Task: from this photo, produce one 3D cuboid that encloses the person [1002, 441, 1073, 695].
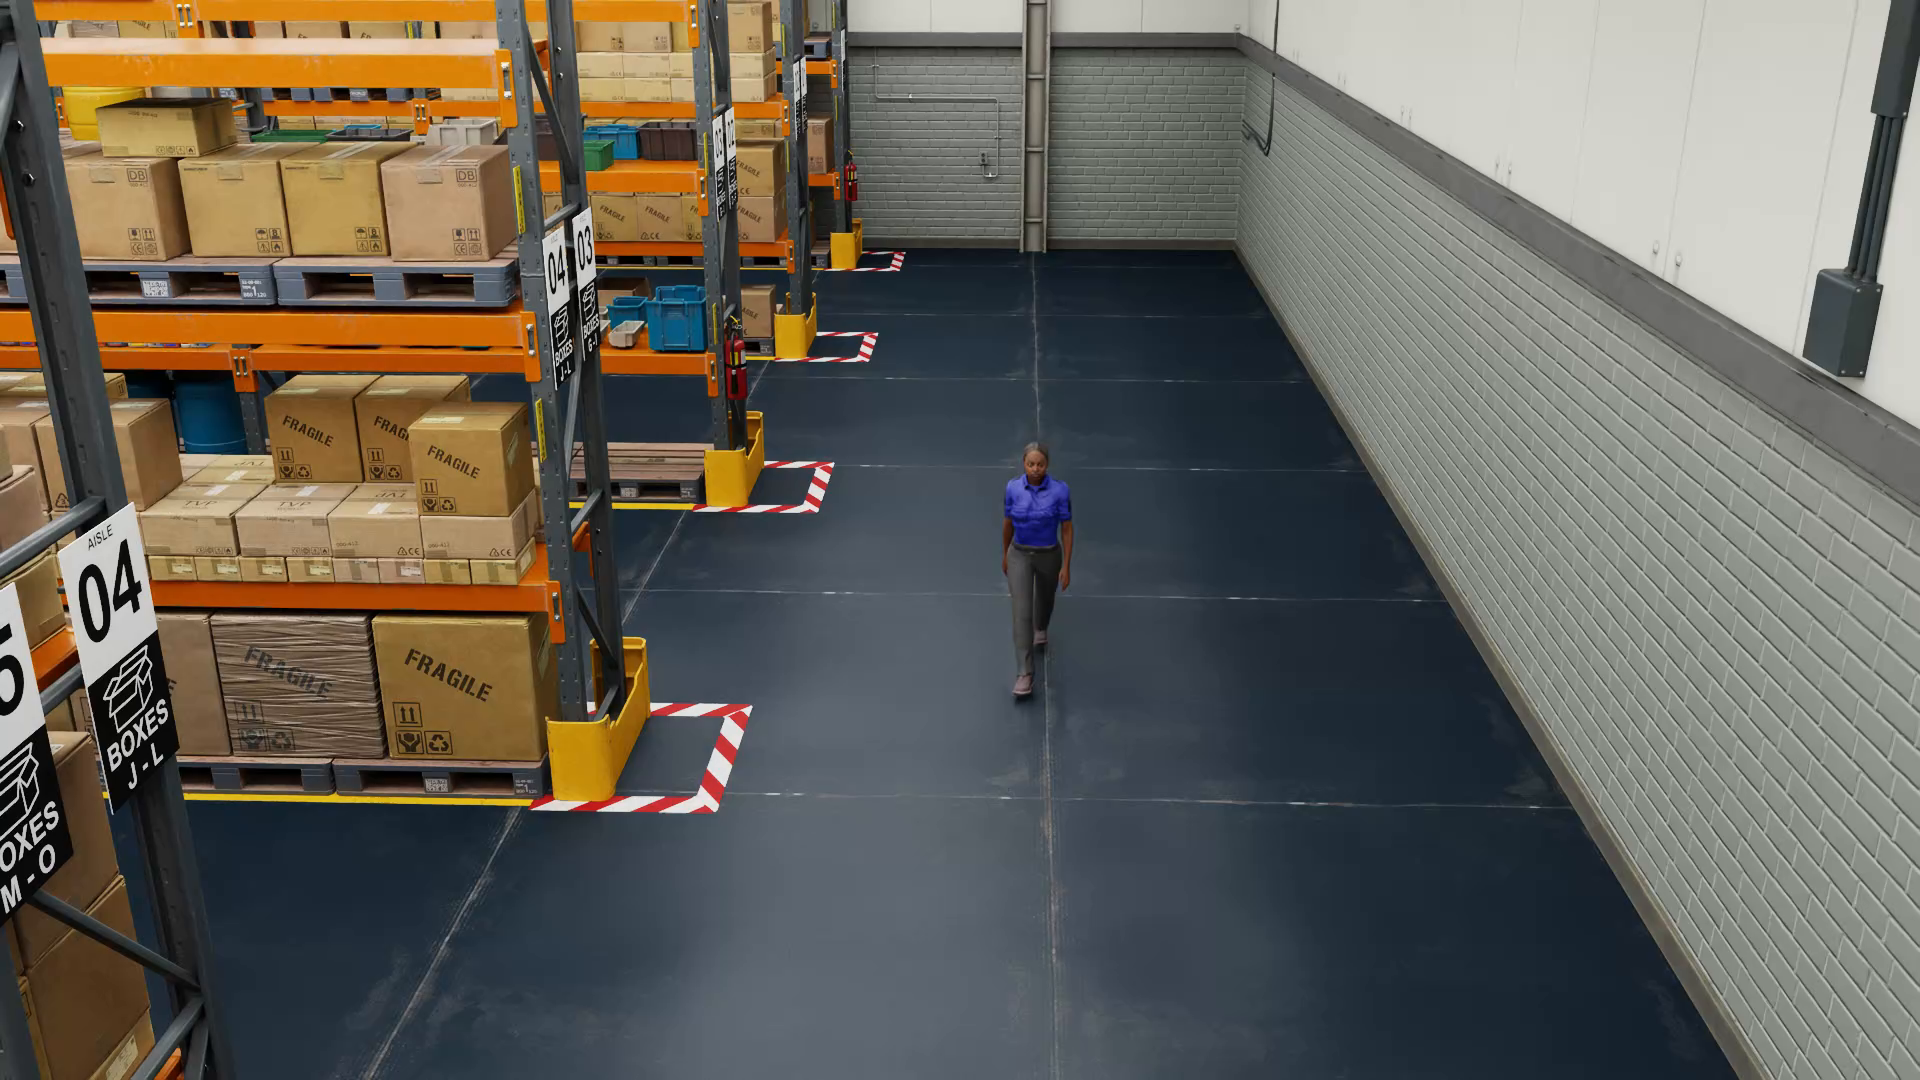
[{"bbox_3d":[0.502,0.112,10.816,0.455,1.598,1.039,0,21,1],"label":"person"}]
